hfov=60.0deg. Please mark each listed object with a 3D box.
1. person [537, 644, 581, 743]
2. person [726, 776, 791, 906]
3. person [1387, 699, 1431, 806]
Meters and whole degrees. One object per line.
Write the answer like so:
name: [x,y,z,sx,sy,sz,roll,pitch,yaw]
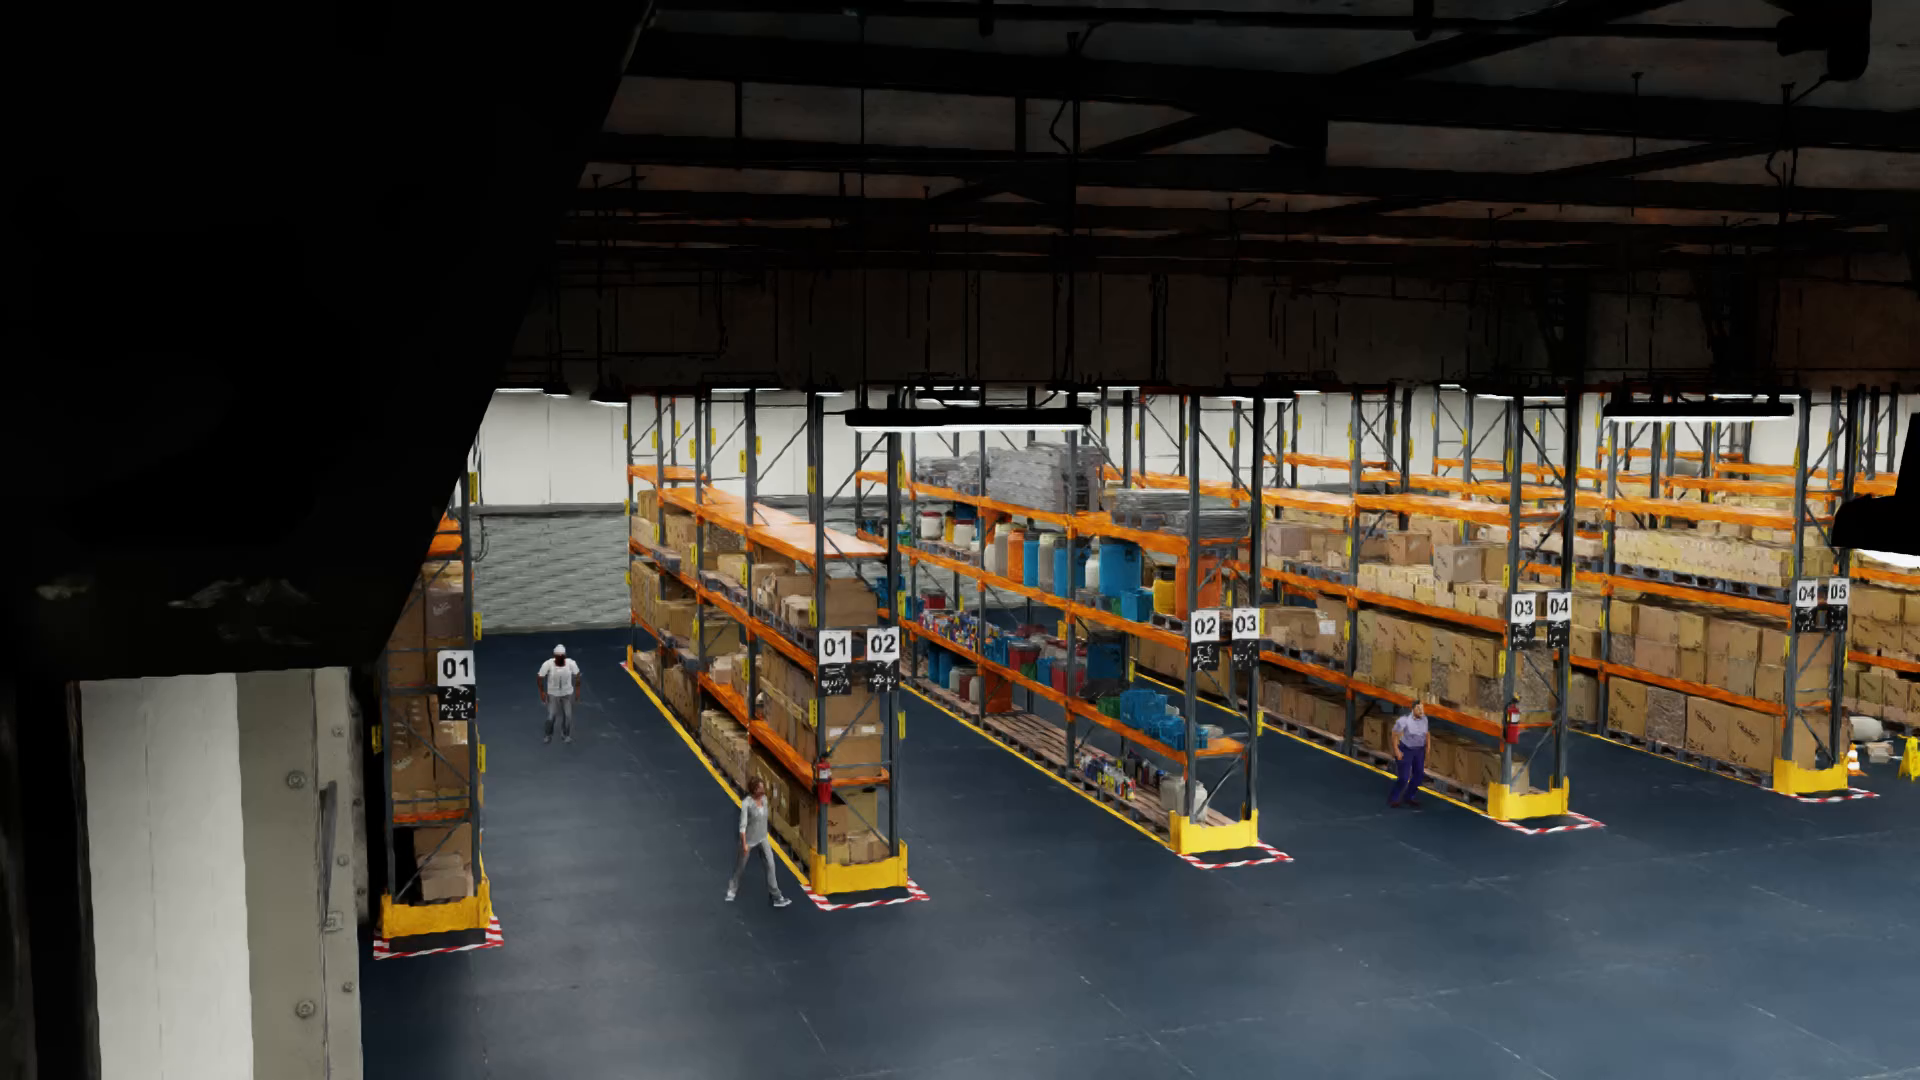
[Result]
person: [-6.758,2.594,28.044,0.719,1.714,0.578,-2,6,-21]
person: [-2.413,3.533,19.551,0.480,1.551,0.855,-5,8,-41]
person: [6.505,3.116,24.046,0.626,1.495,0.513,-2,6,-21]
